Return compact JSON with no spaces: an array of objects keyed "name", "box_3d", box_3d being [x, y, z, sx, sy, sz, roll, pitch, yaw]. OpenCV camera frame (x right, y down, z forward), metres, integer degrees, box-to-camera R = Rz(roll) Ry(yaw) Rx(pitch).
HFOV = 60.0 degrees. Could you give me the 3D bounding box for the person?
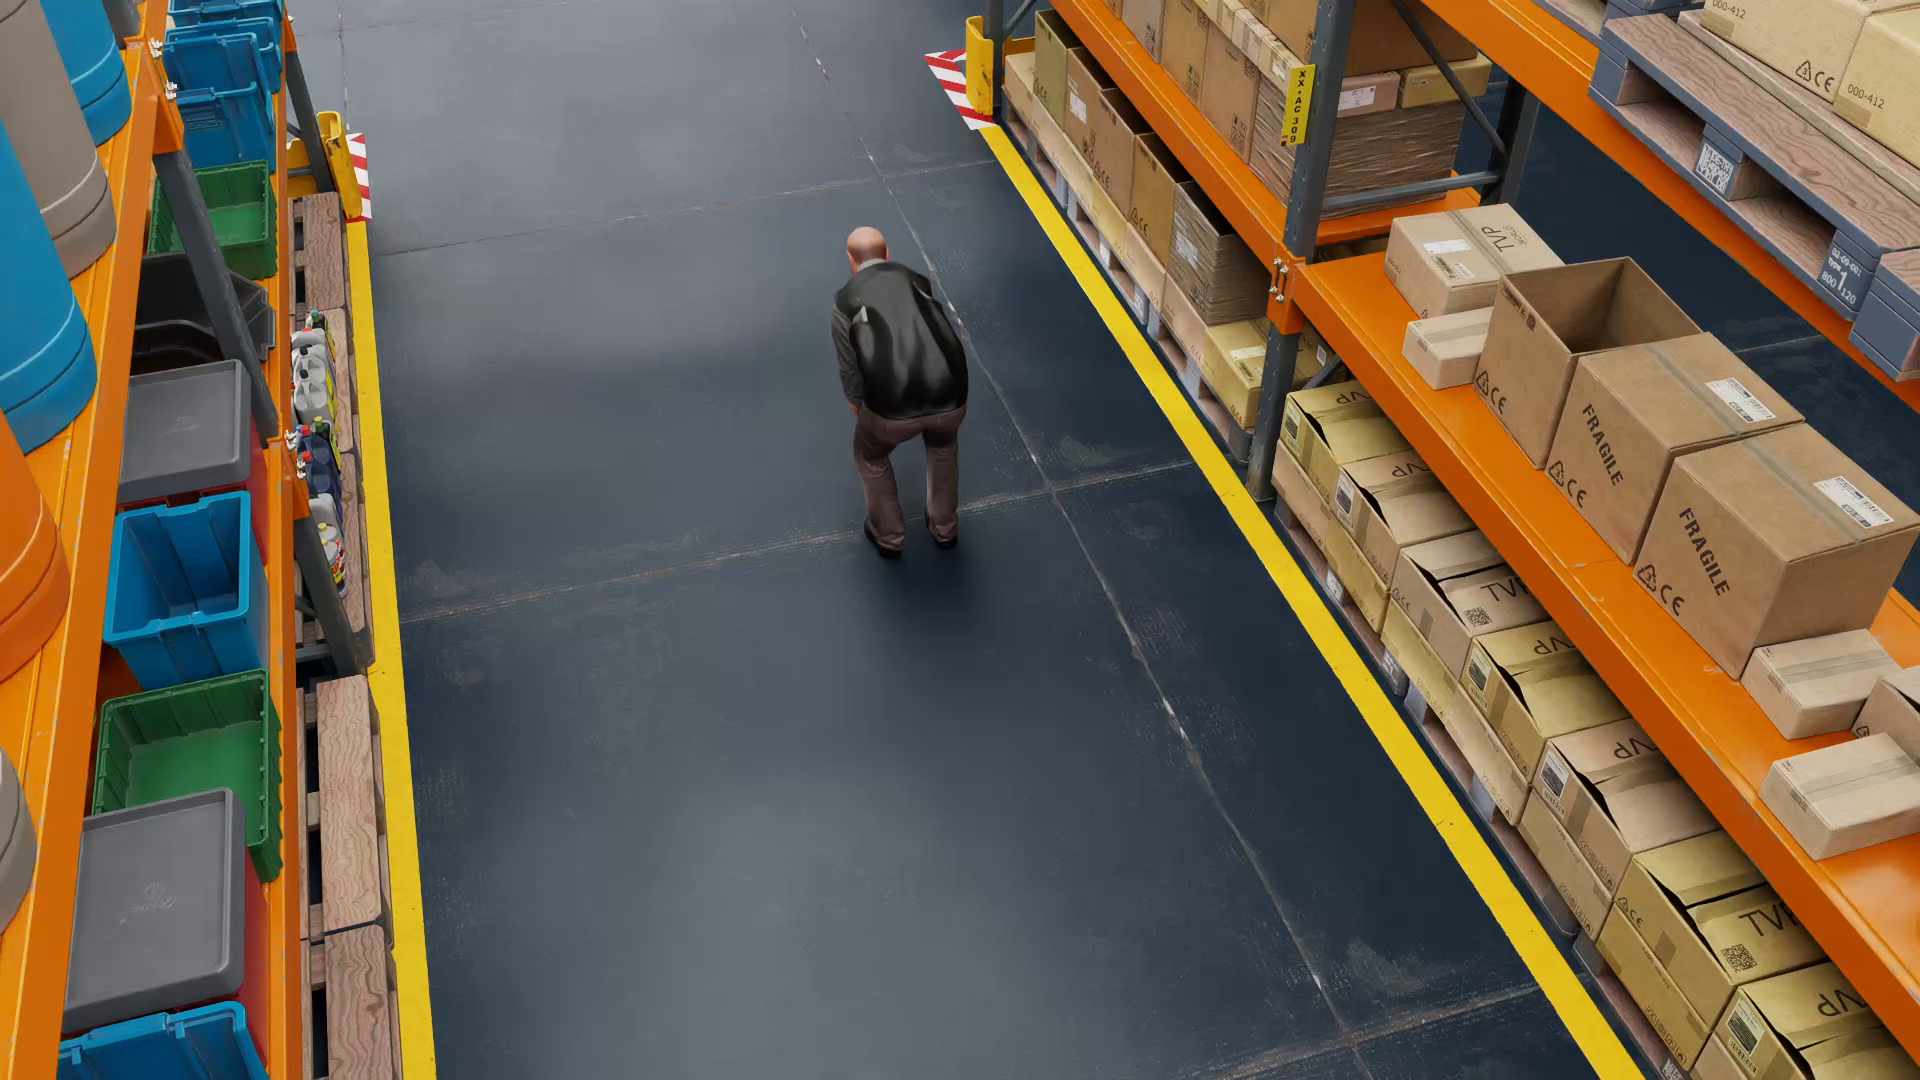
[{"name":"person","box_3d":[-0.247,-0.674,6.988,0.476,1.649,0.611,-13,43,-14]}]
